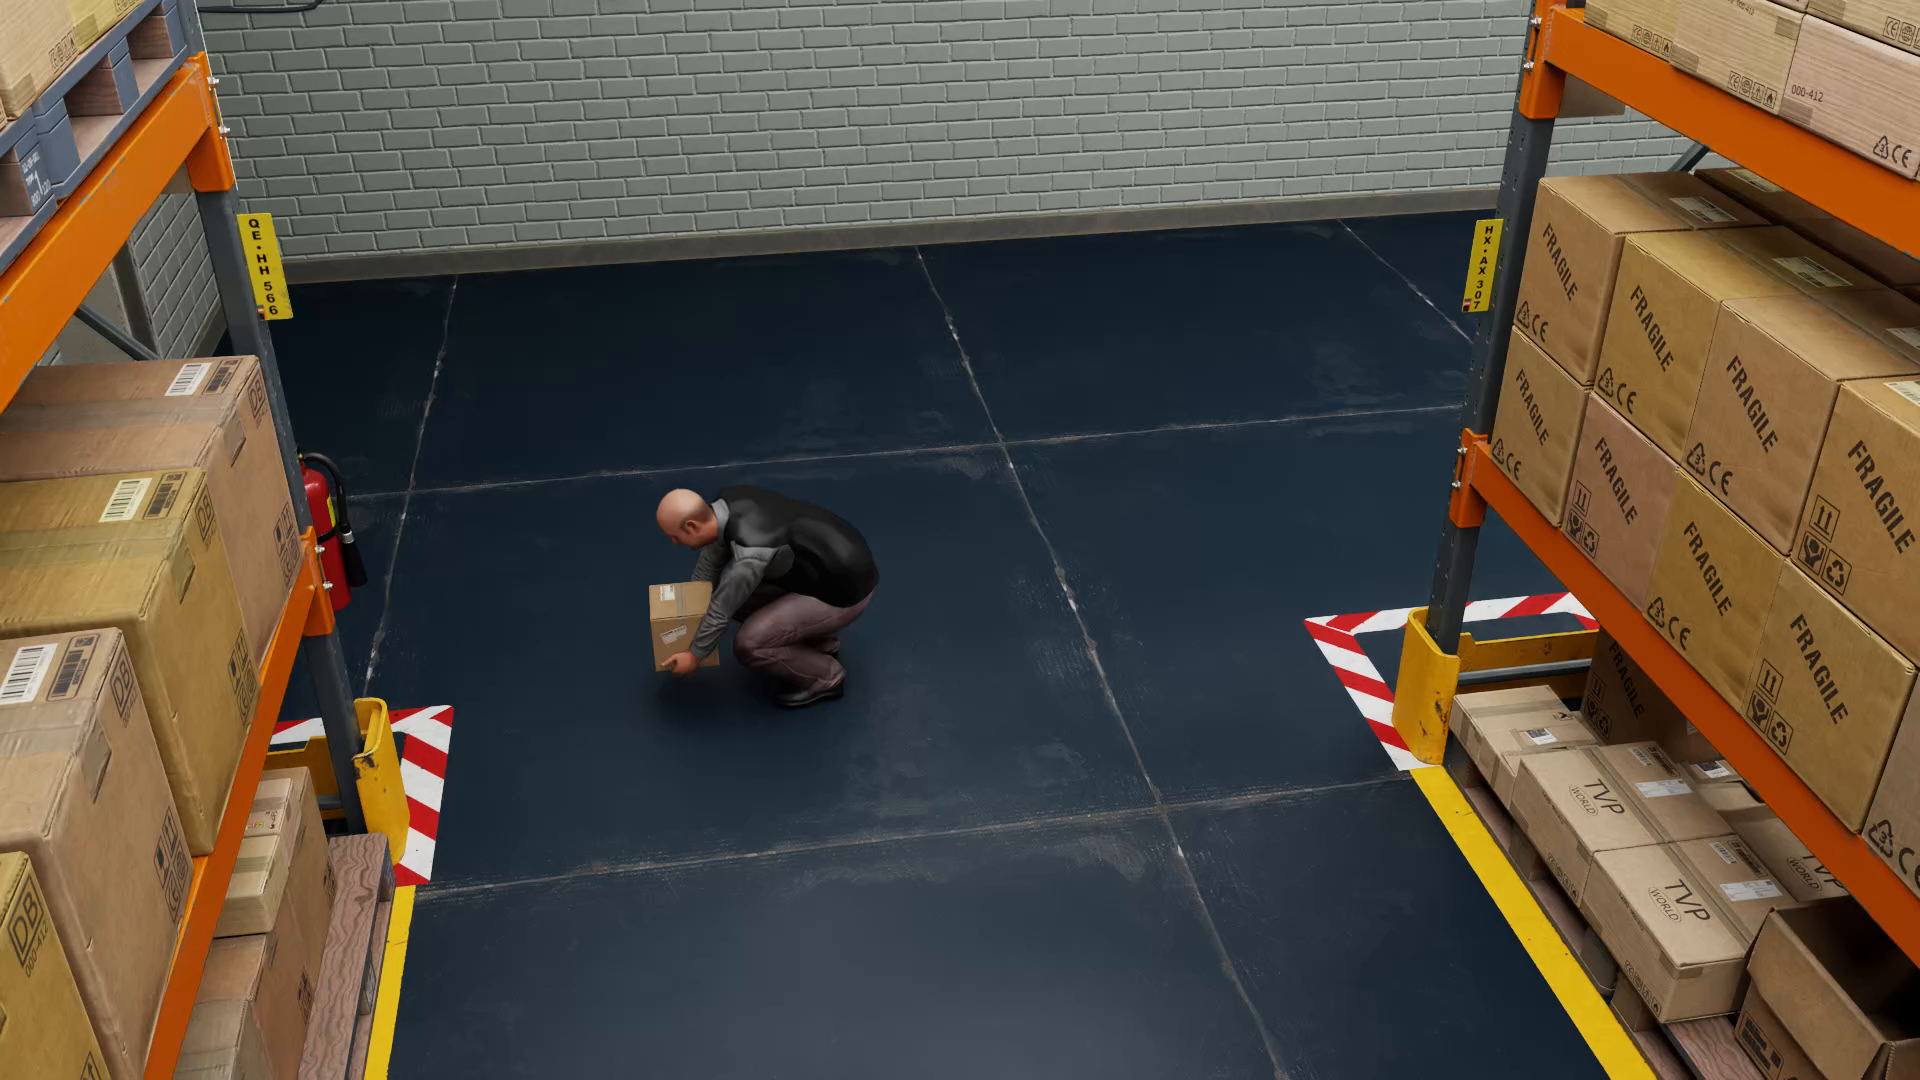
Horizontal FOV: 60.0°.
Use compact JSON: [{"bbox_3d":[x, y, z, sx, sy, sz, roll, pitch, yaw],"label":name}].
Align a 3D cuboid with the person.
[{"bbox_3d":[-0.767,0.181,6.604,0.883,0.969,0.516,-6,31,-10],"label":"person"}]
